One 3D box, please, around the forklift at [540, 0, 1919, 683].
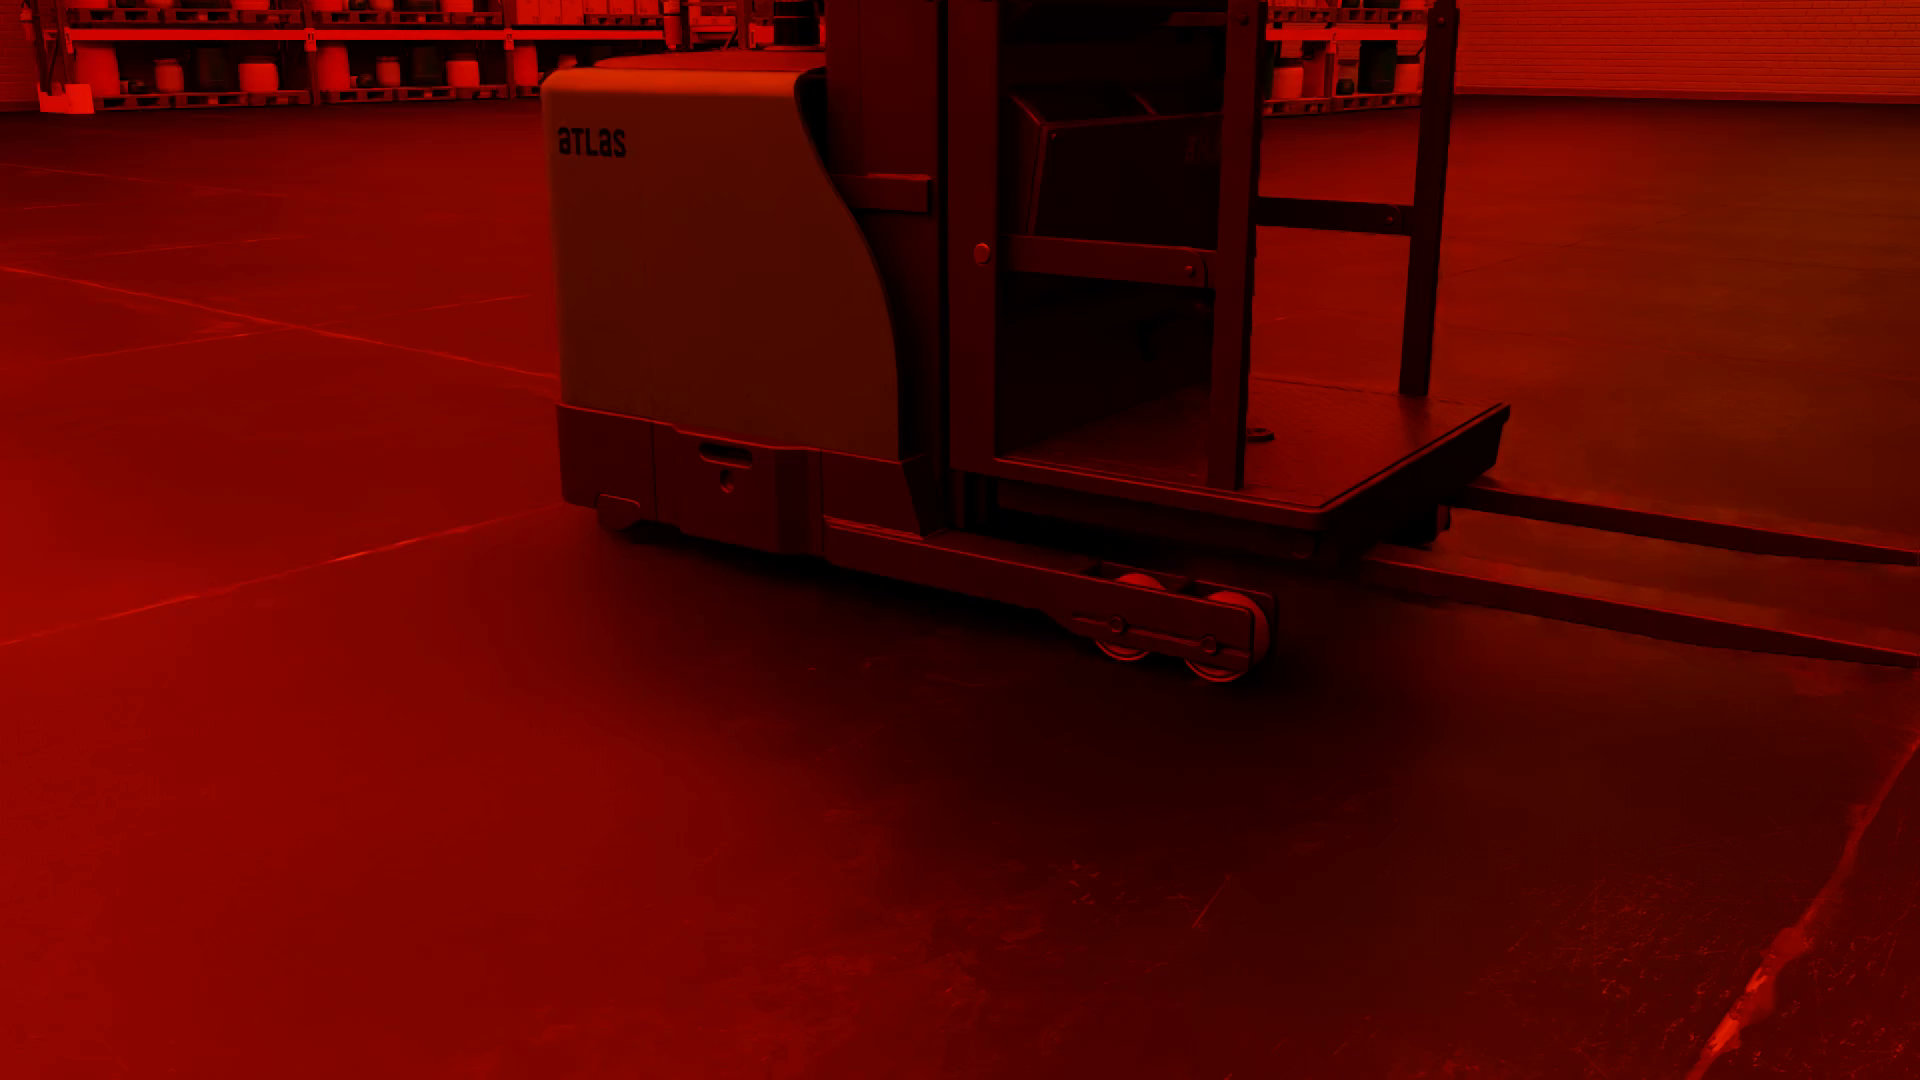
[{"bbox_3d":[0.537,-1.314,3.225,3.031,2.935,1.130,11,20,33],"label":"forklift"}]
